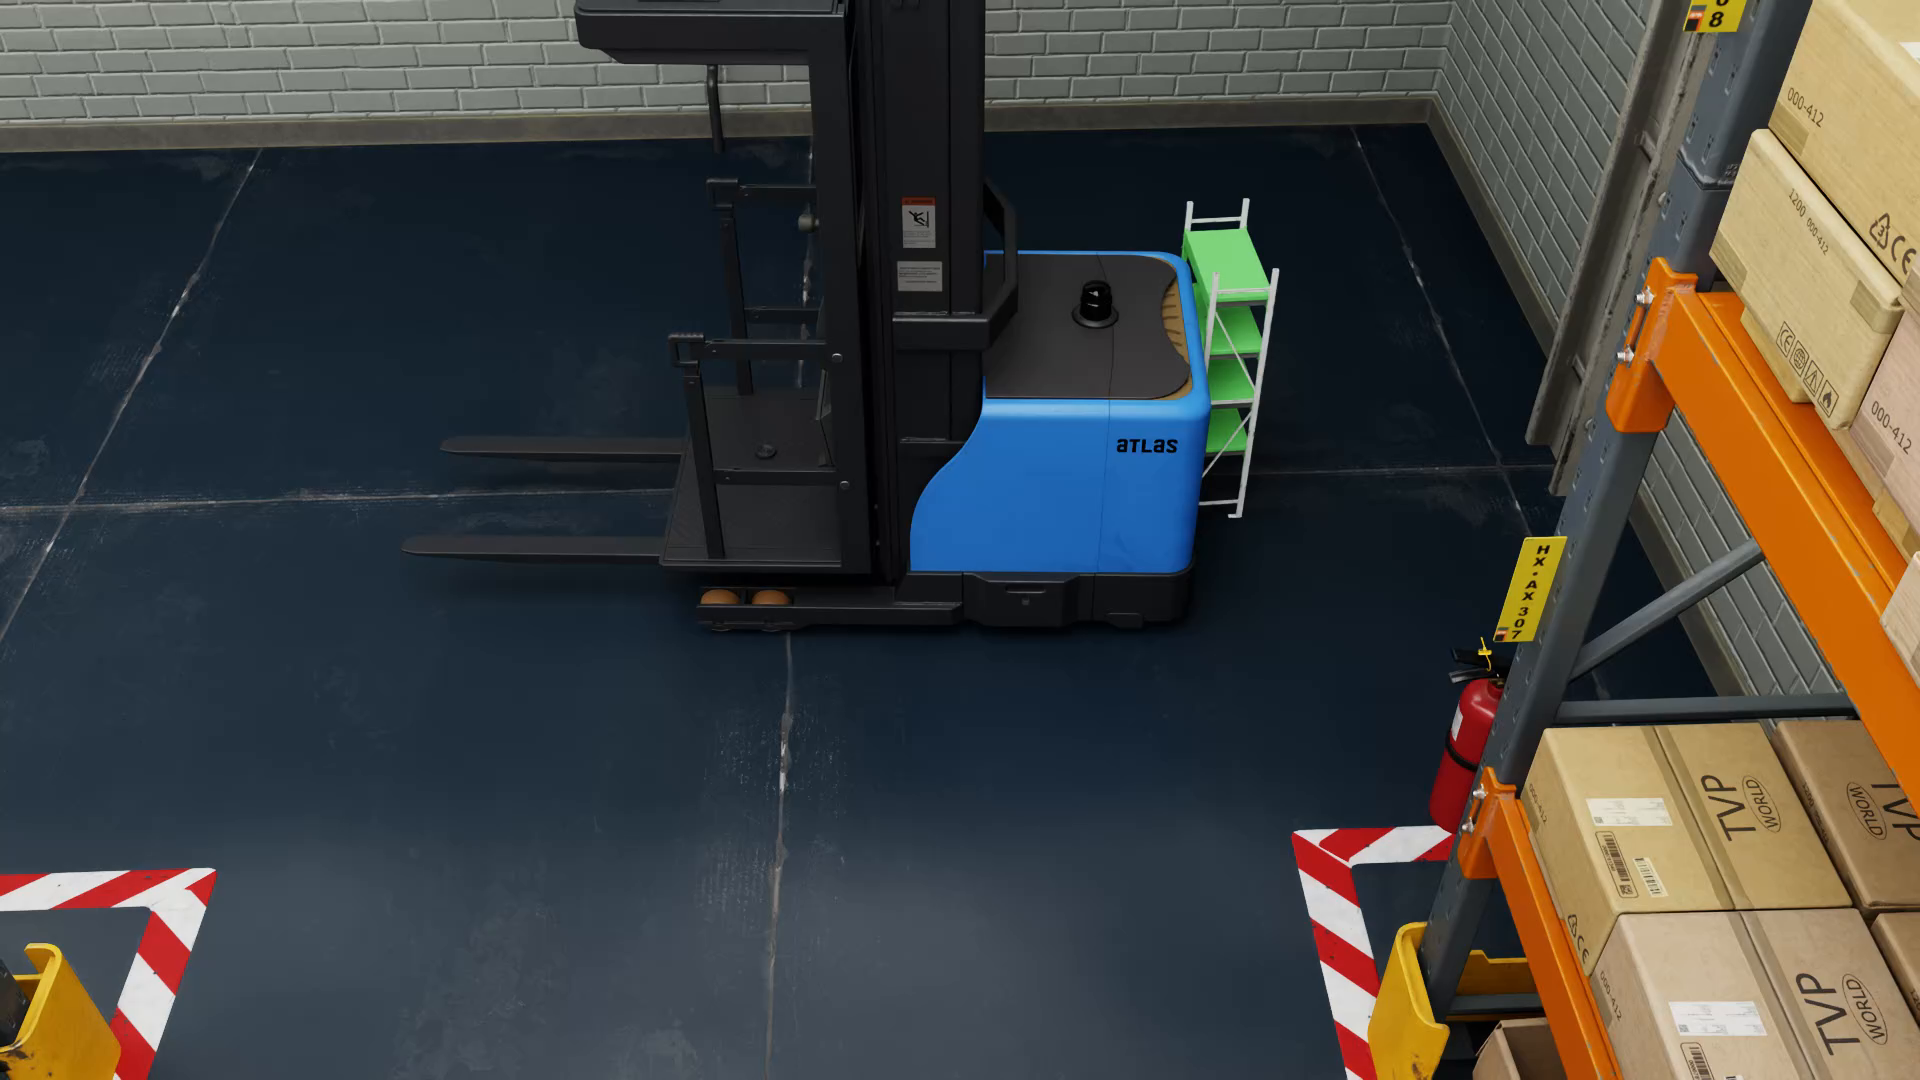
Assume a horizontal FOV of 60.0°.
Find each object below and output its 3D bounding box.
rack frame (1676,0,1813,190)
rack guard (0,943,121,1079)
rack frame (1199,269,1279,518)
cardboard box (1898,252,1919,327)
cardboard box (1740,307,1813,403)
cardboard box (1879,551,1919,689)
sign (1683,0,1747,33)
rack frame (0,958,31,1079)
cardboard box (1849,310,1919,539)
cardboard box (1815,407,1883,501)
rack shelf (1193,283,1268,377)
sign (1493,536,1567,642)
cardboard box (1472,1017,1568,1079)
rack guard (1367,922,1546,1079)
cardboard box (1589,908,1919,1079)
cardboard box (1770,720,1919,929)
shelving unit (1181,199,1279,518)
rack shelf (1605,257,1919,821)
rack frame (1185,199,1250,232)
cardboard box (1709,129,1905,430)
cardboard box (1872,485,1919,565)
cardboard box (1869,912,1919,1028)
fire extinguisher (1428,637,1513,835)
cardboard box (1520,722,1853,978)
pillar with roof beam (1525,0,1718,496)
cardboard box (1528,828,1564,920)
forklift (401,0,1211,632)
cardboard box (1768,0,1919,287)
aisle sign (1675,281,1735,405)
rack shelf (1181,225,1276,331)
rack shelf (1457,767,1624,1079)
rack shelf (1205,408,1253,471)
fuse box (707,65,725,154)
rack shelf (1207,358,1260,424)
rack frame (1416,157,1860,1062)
[{"bbox_3d":[1.834,-1.793,2.047,1.000,3.000,0.127,-2,43,-2],"label":"rack frame"},{"bbox_3d":[-3.126,1.469,4.778,1.175,0.500,0.348,-2,43,-2],"label":"rack guard"},{"bbox_3d":[1.040,-0.533,6.444,0.240,1.200,0.015,-4,43,-4],"label":"rack frame"},{"bbox_3d":[1.604,-0.275,2.132,0.500,0.250,0.500,-2,43,-2],"label":"cardboard box"},{"bbox_3d":[1.615,-0.373,2.903,0.380,0.149,0.250,-1,43,-1],"label":"cardboard box"},{"bbox_3d":[1.554,0.148,2.334,0.380,0.149,0.250,-1,43,-1],"label":"cardboard box"},{"bbox_3d":[1.291,-0.994,2.748,0.100,0.325,0.005,-2,43,-2],"label":"sign"},{"bbox_3d":[-3.125,0.563,3.916,1.000,3.000,0.127,-2,43,-2],"label":"rack frame"},{"bbox_3d":[1.622,-0.092,2.301,0.500,0.250,0.500,-1,43,-1],"label":"cardboard box"},{"bbox_3d":[1.652,-0.197,2.711,0.380,0.149,0.250,-1,43,-1],"label":"cardboard box"},{"bbox_3d":[1.017,-0.827,6.504,0.258,0.148,0.480,-4,43,-4],"label":"rack shelf"},{"bbox_3d":[1.291,0.115,3.764,0.100,0.325,0.005,-2,43,-2],"label":"sign"},{"bbox_3d":[1.765,1.599,4.322,0.797,0.503,0.637,-3,43,-3],"label":"cardboard box"},{"bbox_3d":[1.837,1.391,4.862,1.175,0.500,0.348,-2,43,-2],"label":"rack guard"},{"bbox_3d":[1.605,1.018,3.310,0.500,0.250,0.500,-1,43,-1],"label":"cardboard box"},{"bbox_3d":[2.118,0.667,3.693,0.500,0.250,0.500,0,43,-1],"label":"cardboard box"},{"bbox_3d":[1.017,-0.697,6.623,0.258,1.200,0.503,-4,43,-4],"label":"shelving unit"},{"bbox_3d":[1.919,0.928,1.830,1.077,0.370,4.000,-2,43,-2],"label":"rack shelf"},{"bbox_3d":[0.994,-0.861,6.802,0.240,1.200,0.015,-4,43,-4],"label":"rack frame"},{"bbox_3d":[1.579,-0.434,2.675,0.500,0.250,0.500,-2,43,-2],"label":"cardboard box"},{"bbox_3d":[1.646,-0.023,2.521,0.380,0.149,0.250,-1,43,-2],"label":"cardboard box"},{"bbox_3d":[2.139,1.015,3.314,0.500,0.250,0.500,-2,43,-2],"label":"cardboard box"},{"bbox_3d":[1.366,0.498,4.320,0.296,0.674,0.183,-2,43,-2],"label":"fire extinguisher"},{"bbox_3d":[1.584,0.678,3.681,0.500,0.250,0.500,-1,43,-2],"label":"cardboard box"},{"bbox_3d":[-1.682,-3.516,3.926,9.100,9.000,0.400,-2,43,-2],"label":"pillar with roof beam"},{"bbox_3d":[1.573,0.741,3.908,0.380,0.149,0.250,-2,43,-2],"label":"cardboard box"},{"bbox_3d":[-0.628,-1.087,5.767,3.031,2.935,1.130,1,43,1],"label":"forklift"},{"bbox_3d":[1.602,-0.619,2.507,0.500,0.250,0.500,-2,43,-2],"label":"cardboard box"},{"bbox_3d":[1.537,-0.578,3.236,0.394,0.787,0.004,-2,43,-2],"label":"aisle sign"},{"bbox_3d":[1.017,-1.004,6.342,0.258,0.148,0.480,-4,43,-4],"label":"rack shelf"},{"bbox_3d":[1.919,2.034,2.844,1.077,0.370,4.000,-2,43,-2],"label":"rack shelf"},{"bbox_3d":[1.017,-0.473,6.828,0.258,0.148,0.480,-4,43,-4],"label":"rack shelf"},{"bbox_3d":[-1.283,-2.730,8.461,0.539,1.711,0.414,-2,43,-2],"label":"fuse box"},{"bbox_3d":[1.017,-0.650,6.666,0.258,0.148,0.480,-4,43,-4],"label":"rack shelf"},{"bbox_3d":[1.834,0.418,4.074,1.000,3.000,0.127,-2,43,-2],"label":"rack frame"}]
